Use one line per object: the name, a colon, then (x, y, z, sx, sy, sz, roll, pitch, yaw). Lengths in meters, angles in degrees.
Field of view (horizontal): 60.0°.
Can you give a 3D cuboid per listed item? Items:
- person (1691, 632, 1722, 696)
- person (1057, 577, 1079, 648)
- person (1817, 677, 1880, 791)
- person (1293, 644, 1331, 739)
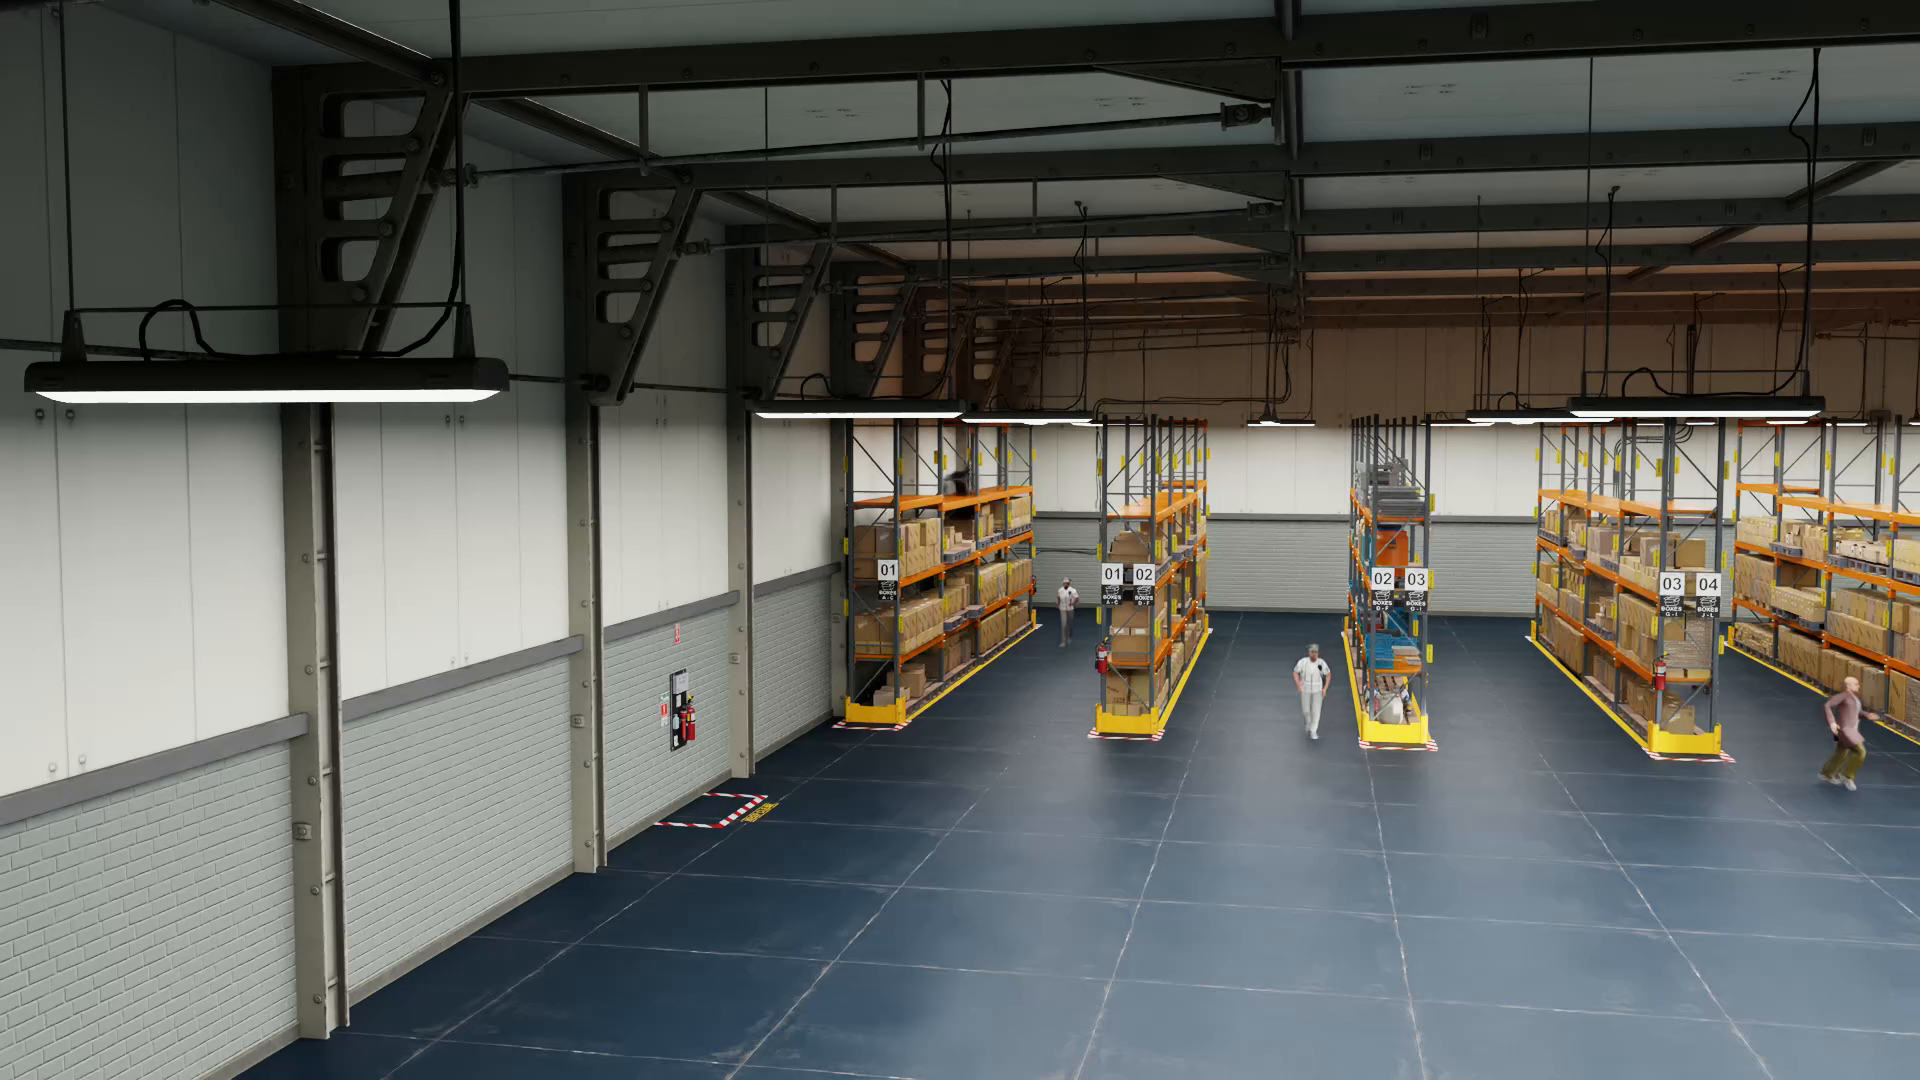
person: (16.137, 2.576, 35.973, 0.638, 1.606, 0.955, 0, 4, 4)
person: (2.722, 1.800, 41.872, 0.575, 1.753, 0.736, 1, 4, 10)
person: (14.124, 3.080, 26.446, 0.888, 1.819, 0.670, 4, 5, 44)
person: (6.554, 2.802, 30.973, 0.695, 1.746, 0.547, 1, 4, 13)
